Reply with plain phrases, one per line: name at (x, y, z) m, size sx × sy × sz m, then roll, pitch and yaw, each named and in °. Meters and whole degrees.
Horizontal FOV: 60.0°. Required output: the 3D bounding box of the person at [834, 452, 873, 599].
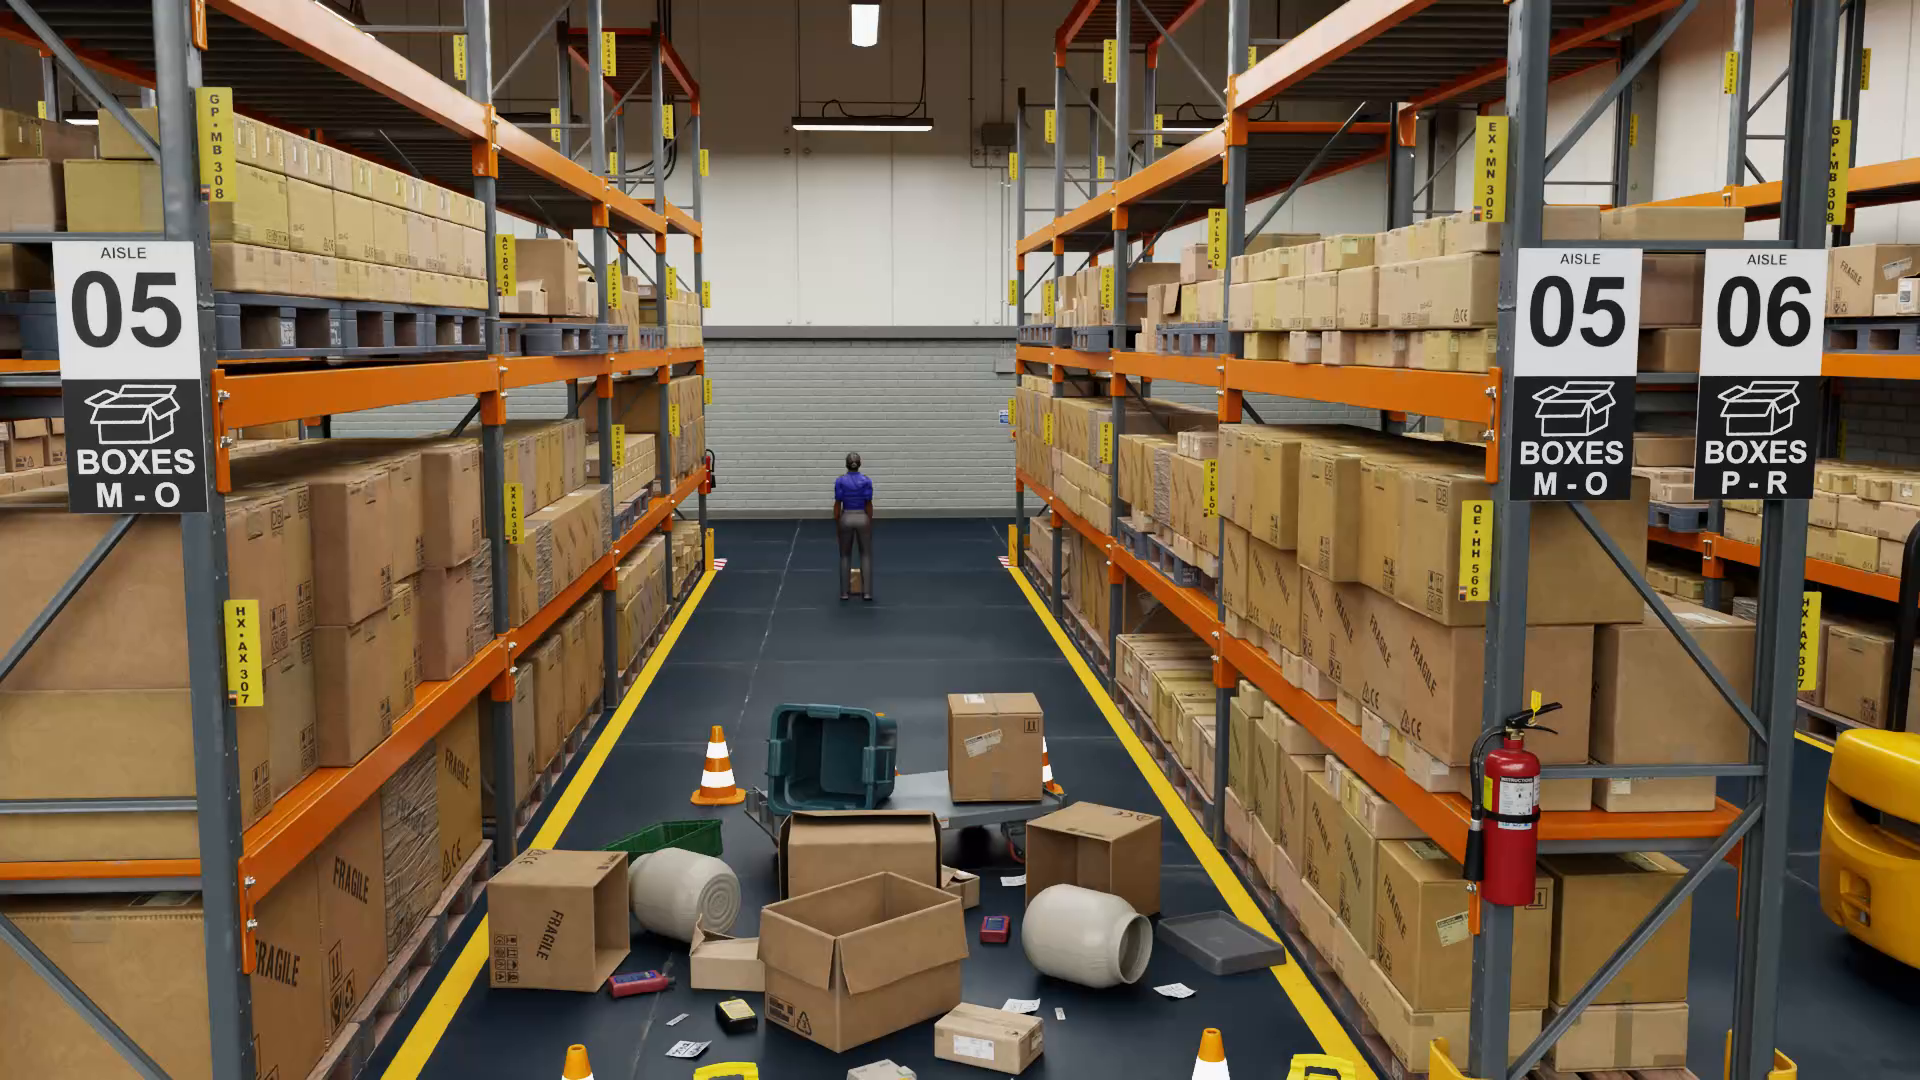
person at (-1.190, -0.150, 18.600) m, size 0.436 × 1.675 × 0.322 m, roll 0°, pitch 7°, yaw -2°
